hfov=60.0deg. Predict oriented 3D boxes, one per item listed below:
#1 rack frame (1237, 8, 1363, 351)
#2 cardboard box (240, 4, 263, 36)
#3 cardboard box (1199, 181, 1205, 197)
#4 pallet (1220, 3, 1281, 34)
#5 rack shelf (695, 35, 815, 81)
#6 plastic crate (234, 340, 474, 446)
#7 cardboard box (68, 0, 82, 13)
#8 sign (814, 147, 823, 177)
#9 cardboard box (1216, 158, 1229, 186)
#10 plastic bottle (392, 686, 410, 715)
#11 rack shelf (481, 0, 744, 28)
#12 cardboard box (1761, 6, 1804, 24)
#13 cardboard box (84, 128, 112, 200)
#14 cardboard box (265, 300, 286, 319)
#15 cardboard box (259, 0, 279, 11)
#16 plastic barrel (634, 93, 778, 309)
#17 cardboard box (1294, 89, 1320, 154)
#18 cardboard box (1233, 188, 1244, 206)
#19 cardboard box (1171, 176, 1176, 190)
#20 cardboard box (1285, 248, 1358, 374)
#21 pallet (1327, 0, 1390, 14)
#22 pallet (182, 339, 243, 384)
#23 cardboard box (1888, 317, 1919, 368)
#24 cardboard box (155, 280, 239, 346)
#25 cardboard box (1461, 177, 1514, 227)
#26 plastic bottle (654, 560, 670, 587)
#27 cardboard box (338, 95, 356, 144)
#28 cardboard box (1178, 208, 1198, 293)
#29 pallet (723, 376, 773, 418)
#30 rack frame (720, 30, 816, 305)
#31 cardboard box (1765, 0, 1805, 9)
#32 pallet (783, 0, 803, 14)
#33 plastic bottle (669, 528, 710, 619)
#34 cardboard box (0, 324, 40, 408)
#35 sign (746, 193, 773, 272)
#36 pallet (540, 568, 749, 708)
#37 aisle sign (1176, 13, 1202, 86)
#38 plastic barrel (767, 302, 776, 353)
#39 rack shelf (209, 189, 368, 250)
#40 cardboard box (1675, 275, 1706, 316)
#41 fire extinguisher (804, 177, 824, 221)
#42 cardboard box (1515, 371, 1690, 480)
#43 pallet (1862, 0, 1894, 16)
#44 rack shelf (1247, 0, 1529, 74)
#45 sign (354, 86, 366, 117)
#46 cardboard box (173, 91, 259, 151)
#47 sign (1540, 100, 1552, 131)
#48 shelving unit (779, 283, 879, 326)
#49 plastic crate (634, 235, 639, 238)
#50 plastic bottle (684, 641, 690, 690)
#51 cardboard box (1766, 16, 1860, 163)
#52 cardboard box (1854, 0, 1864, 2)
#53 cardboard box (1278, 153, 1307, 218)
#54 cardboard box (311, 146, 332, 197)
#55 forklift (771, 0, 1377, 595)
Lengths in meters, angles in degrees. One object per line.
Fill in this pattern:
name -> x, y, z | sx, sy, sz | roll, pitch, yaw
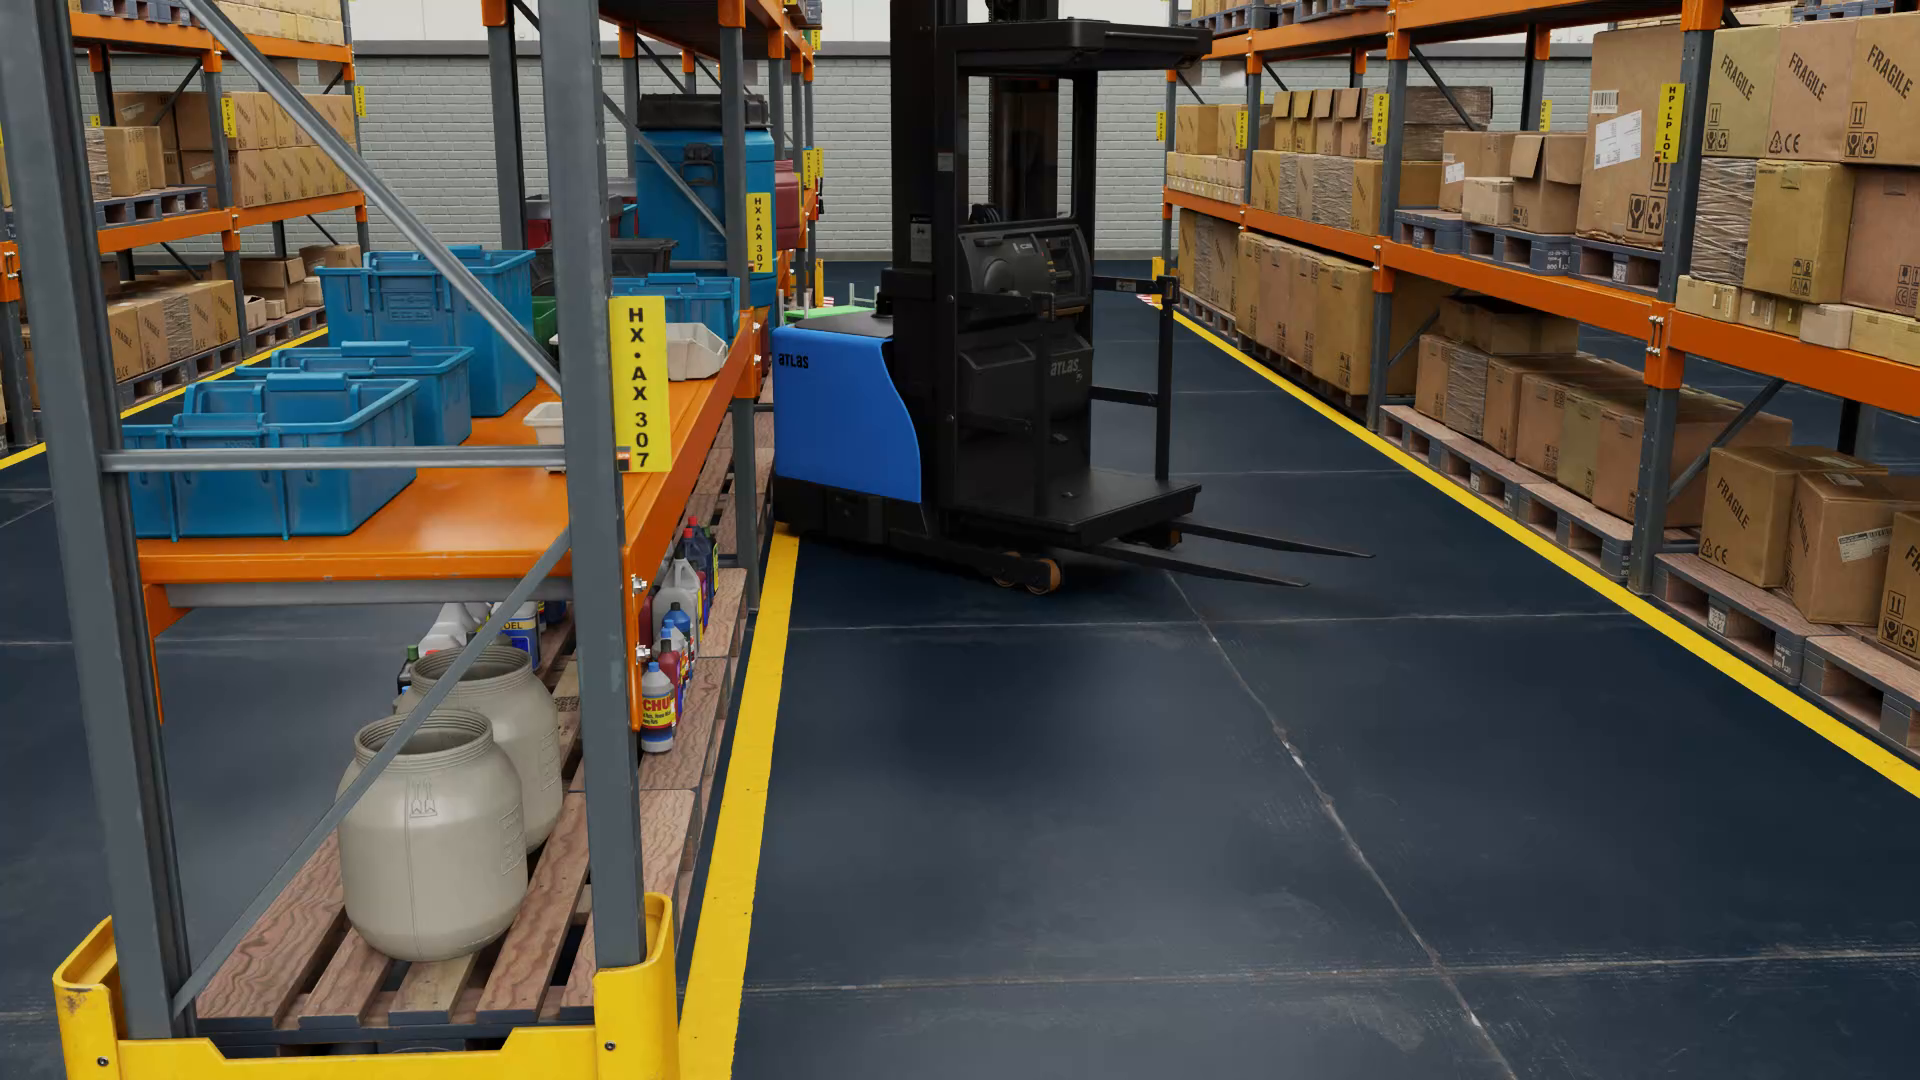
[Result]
rack frame -> 3.064, -3.204, 14.960 | 1.000, 3.000, 0.127 | -1, 14, -3
cardboard box -> -6.634, -4.681, 14.983 | 0.500, 0.250, 0.500 | -1, 14, -3
cardboard box -> 2.623, -3.536, 16.755 | 0.380, 0.149, 0.250 | -1, 14, -3
pallet -> 3.023, -4.818, 15.389 | 1.003, 0.211, 1.213 | -1, 14, -3
rack shelf -> -2.004, -4.729, 16.312 | 1.077, 0.370, 4.000 | -1, 14, -3
plastic crate -> -1.501, -0.353, 4.176 | 0.499, 0.251, 0.408 | -1, 14, -3
cardboard box -> -6.701, -3.923, 11.532 | 0.910, 0.500, 0.500 | -1, 14, -3
sign -> -1.580, -4.214, 18.558 | 0.100, 0.325, 0.005 | -1, 14, -3
cardboard box -> 2.740, -3.510, 15.853 | 0.500, 0.250, 0.500 | 0, 14, -2
plastic bottle -> -1.688, 0.549, 5.107 | 0.097, 0.201, 0.097 | 0, 14, 0
rack shelf -> -1.260, -1.745, 4.713 | 1.077, 0.370, 4.000 | -1, 14, -3
cardboard box -> 7.720, -4.754, 15.263 | 0.500, 0.250, 0.500 | -1, 14, -2
cardboard box -> -6.594, -2.695, 11.936 | 0.700, 0.500, 0.500 | 2, 15, 7
cardboard box -> -6.698, -2.216, 15.922 | 0.380, 0.166, 0.250 | -1, 14, -3
cardboard box -> -6.658, -5.048, 15.404 | 0.500, 0.250, 0.500 | -1, 14, -3
plastic barrel -> -1.106, -1.482, 7.259 | 0.600, 0.901, 0.708 | -1, 14, -3
cardboard box -> 3.142, -3.409, 13.542 | 0.797, 0.503, 0.637 | -1, 14, -3
cardboard box -> 2.718, -3.153, 15.267 | 0.380, 0.149, 0.250 | -1, 14, -3
cardboard box -> 2.526, -3.920, 18.247 | 0.380, 0.149, 0.250 | -1, 14, -4
cardboard box -> 3.242, -1.778, 12.837 | 1.225, 0.875, 0.875 | -1, 14, -3
pallet -> 3.219, -3.730, 11.363 | 1.213, 0.211, 1.003 | 0, 14, -1
pallet -> -6.736, -1.500, 13.933 | 1.003, 0.211, 1.213 | -1, 14, -3
cardboard box -> 3.379, -0.662, 5.584 | 0.380, 0.149, 0.250 | -1, 14, -3
cardboard box -> -6.507, -1.936, 14.166 | 0.500, 0.500, 0.500 | -1, 14, -4
cardboard box -> 3.186, -1.920, 9.426 | 0.500, 0.250, 0.500 | -1, 14, -5
plastic bottle -> -1.191, 0.180, 6.391 | 0.152, 0.276, 0.135 | -1, 14, -3
cardboard box -> -6.770, -4.473, 17.685 | 0.500, 0.500, 0.500 | -1, 14, -4
cardboard box -> 2.935, -3.216, 18.425 | 0.875, 0.875, 0.875 | -1, 14, -3
pallet -> -1.722, -0.978, 11.904 | 1.003, 0.211, 1.213 | -1, 14, -3
rack frame -> -2.128, -4.123, 18.529 | 1.000, 3.000, 0.127 | -1, 14, -3
cardboard box -> 7.738, -4.989, 15.174 | 0.500, 0.250, 0.500 | -2, 15, -6
pallet -> -1.582, -3.686, 11.192 | 1.003, 0.211, 1.213 | -1, 14, -3
plastic bottle -> -1.045, 0.135, 6.415 | 0.144, 0.351, 0.185 | -2, 15, -6
cardboard box -> -6.319, -1.178, 11.217 | 0.500, 0.500, 0.500 | 0, 14, -1
sign -> -0.834, -1.278, 6.918 | 0.100, 0.325, 0.005 | -1, 14, -3
pallet -> -1.384, 0.380, 6.626 | 1.003, 0.211, 1.213 | -1, 14, -3
aisle sign -> 2.512, -5.471, 18.554 | 0.394, 0.787, 0.004 | -1, 14, -3
plastic barrel -> -1.819, -2.003, 13.661 | 0.600, 0.901, 0.708 | -1, 14, -3
rack shelf -> -6.948, -3.201, 16.392 | 1.077, 0.370, 4.000 | -1, 14, -3
cardboard box -> 3.272, -1.035, 7.033 | 0.380, 0.149, 0.250 | -1, 14, -3
fire extinguisher -> -1.683, -3.949, 18.759 | 0.296, 0.674, 0.183 | -1, 14, -3
cardboard box -> 3.497, -0.628, 9.082 | 0.700, 0.500, 0.500 | -2, 15, -8
pallet -> 8.020, -4.204, 13.204 | 1.213, 0.211, 1.003 | -1, 14, -3
rack shelf -> 3.187, -3.811, 12.743 | 1.077, 0.370, 4.000 | -1, 14, -3
sign -> -6.517, -4.764, 18.066 | 0.100, 0.325, 0.005 | -1, 14, -3
cardboard box -> -6.572, -3.706, 14.705 | 0.500, 0.500, 0.500 | -1, 14, -2
sign -> 3.852, -2.743, 11.001 | 0.100, 0.325, 0.005 | -1, 14, -3
shelving unit -> -0.709, -0.785, 9.168 | 0.503, 1.200, 0.258 | -13, 19, -41
plastic crate -> -1.774, -1.464, 8.623 | 0.450, 0.188, 0.662 | -1, 14, -3
plastic bottle -> -0.971, 0.408, 5.653 | 0.097, 0.201, 0.097 | 0, 14, 0
cardboard box -> 3.366, -1.651, 6.120 | 0.500, 0.500, 0.500 | -1, 14, -3
cardboard box -> 7.865, -4.646, 13.882 | 0.500, 0.311, 0.500 | -1, 14, -4
cardboard box -> 2.905, -2.885, 13.518 | 0.500, 0.500, 0.500 | -1, 14, -5
cardboard box -> -6.711, -3.735, 16.823 | 0.500, 0.500, 0.500 | -1, 14, -3
forklift -> 0.480, -1.319, 7.772 | 3.031, 2.935, 1.130 | 12, 19, 38
